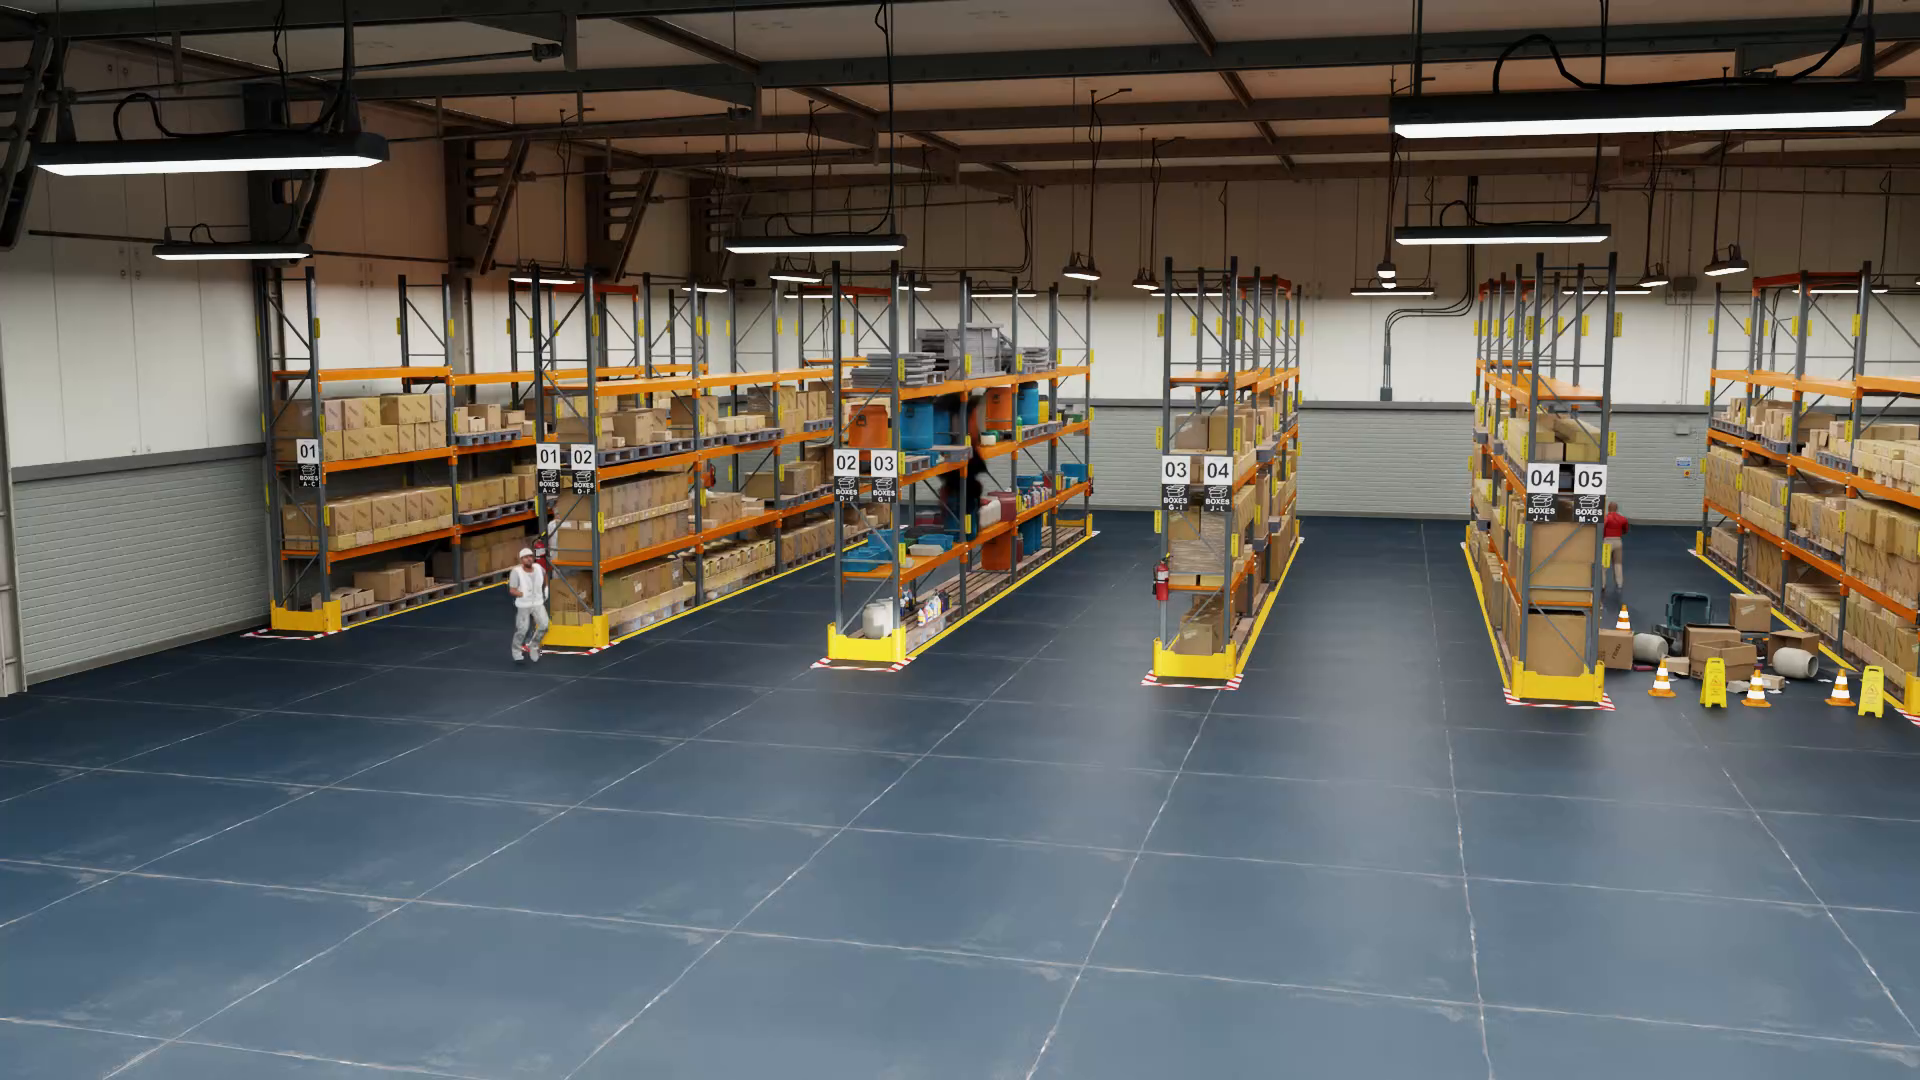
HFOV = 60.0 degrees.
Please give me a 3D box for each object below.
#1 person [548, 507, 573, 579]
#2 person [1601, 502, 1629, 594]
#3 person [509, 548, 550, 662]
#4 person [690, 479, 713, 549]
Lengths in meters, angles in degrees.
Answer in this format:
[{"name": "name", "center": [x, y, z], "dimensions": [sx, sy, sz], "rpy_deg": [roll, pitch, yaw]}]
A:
[{"name": "person", "center": [-7.293, 0.269, 30.398], "dimensions": [0.669, 1.782, 0.888], "rpy_deg": [0, 7, 2]}, {"name": "person", "center": [12.271, 0.168, 31.306], "dimensions": [0.641, 1.767, 0.915], "rpy_deg": [1, 7, 7]}, {"name": "person", "center": [-6.397, 0.972, 24.812], "dimensions": [0.703, 1.728, 0.841], "rpy_deg": [-5, 9, -35]}, {"name": "person", "center": [-5.572, -0.424, 35.747], "dimensions": [0.705, 1.802, 1.046], "rpy_deg": [2, 8, 16]}]
